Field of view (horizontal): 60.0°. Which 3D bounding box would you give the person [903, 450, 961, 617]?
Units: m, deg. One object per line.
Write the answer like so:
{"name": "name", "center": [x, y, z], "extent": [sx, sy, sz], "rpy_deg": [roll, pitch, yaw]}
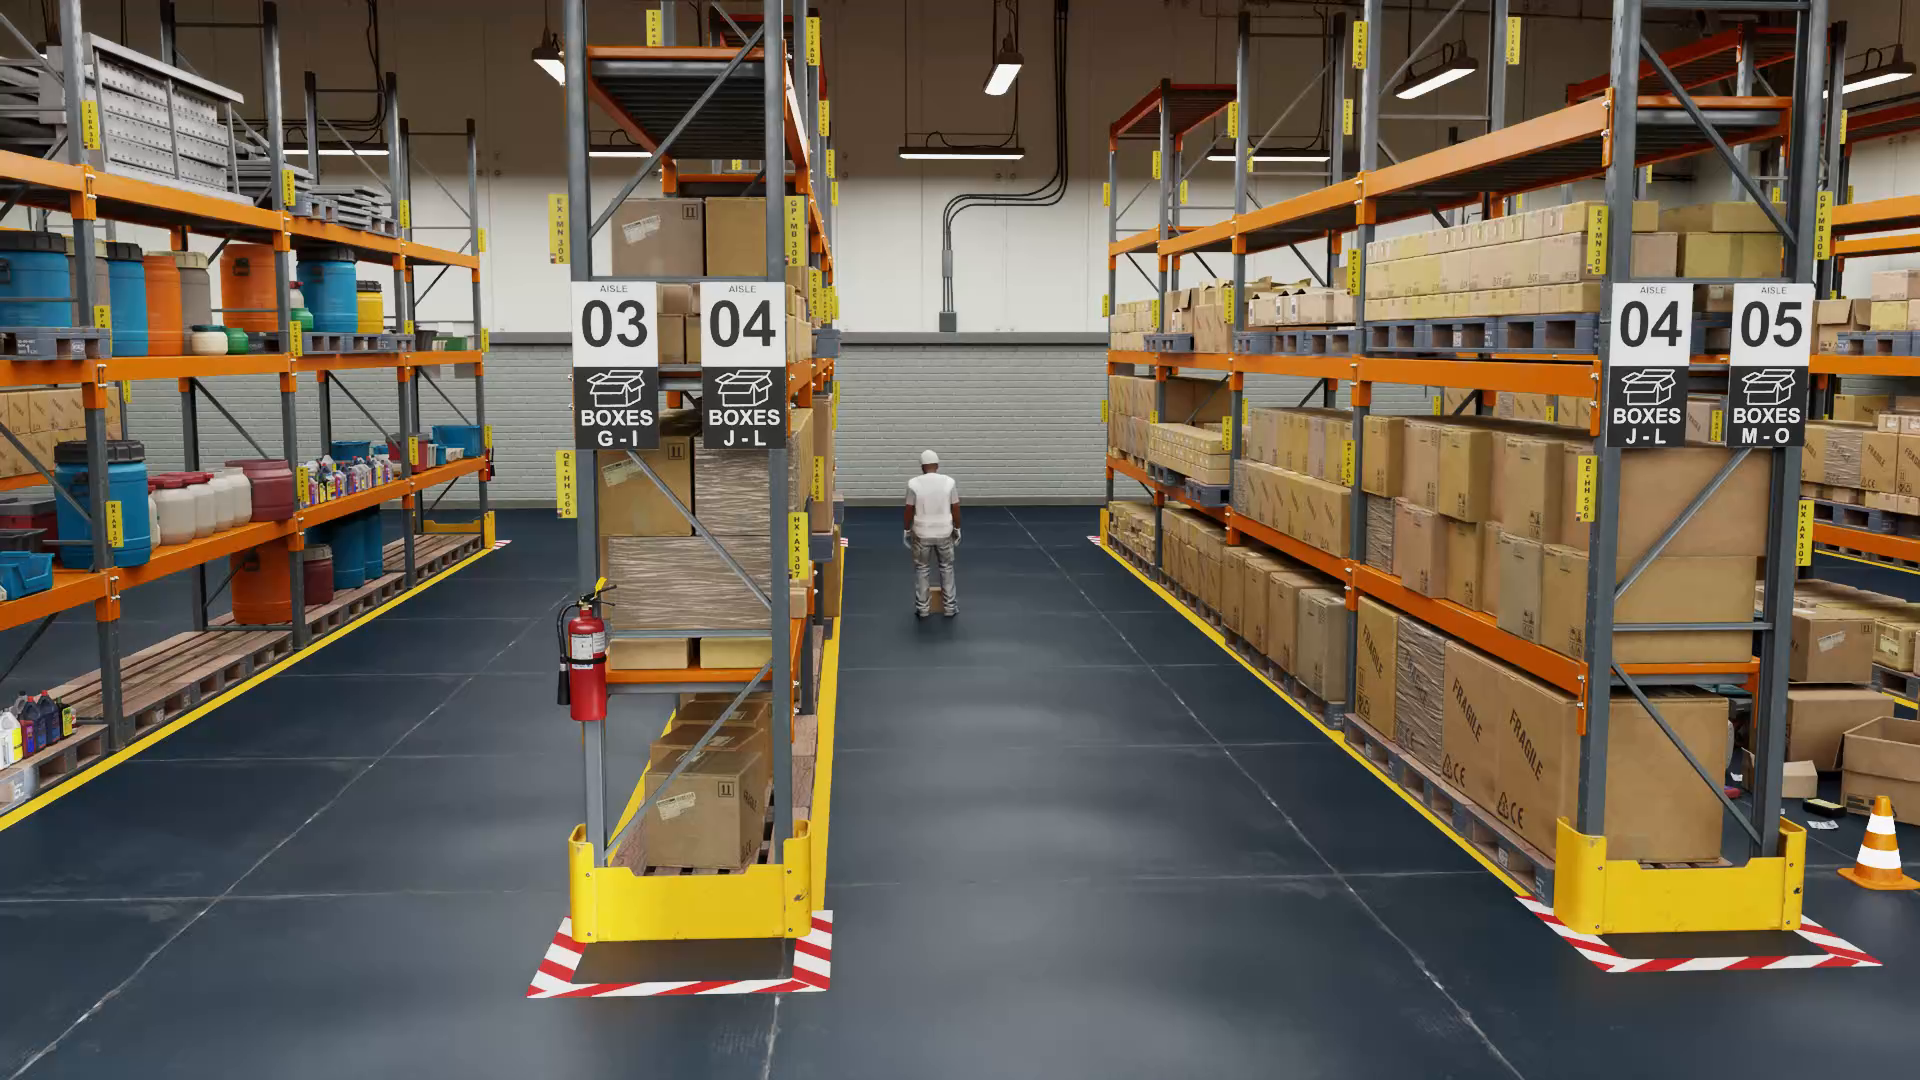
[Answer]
{"name": "person", "center": [-0.299, -0.072, 17.807], "extent": [0.625, 1.773, 0.452], "rpy_deg": [-1, 7, -7]}
